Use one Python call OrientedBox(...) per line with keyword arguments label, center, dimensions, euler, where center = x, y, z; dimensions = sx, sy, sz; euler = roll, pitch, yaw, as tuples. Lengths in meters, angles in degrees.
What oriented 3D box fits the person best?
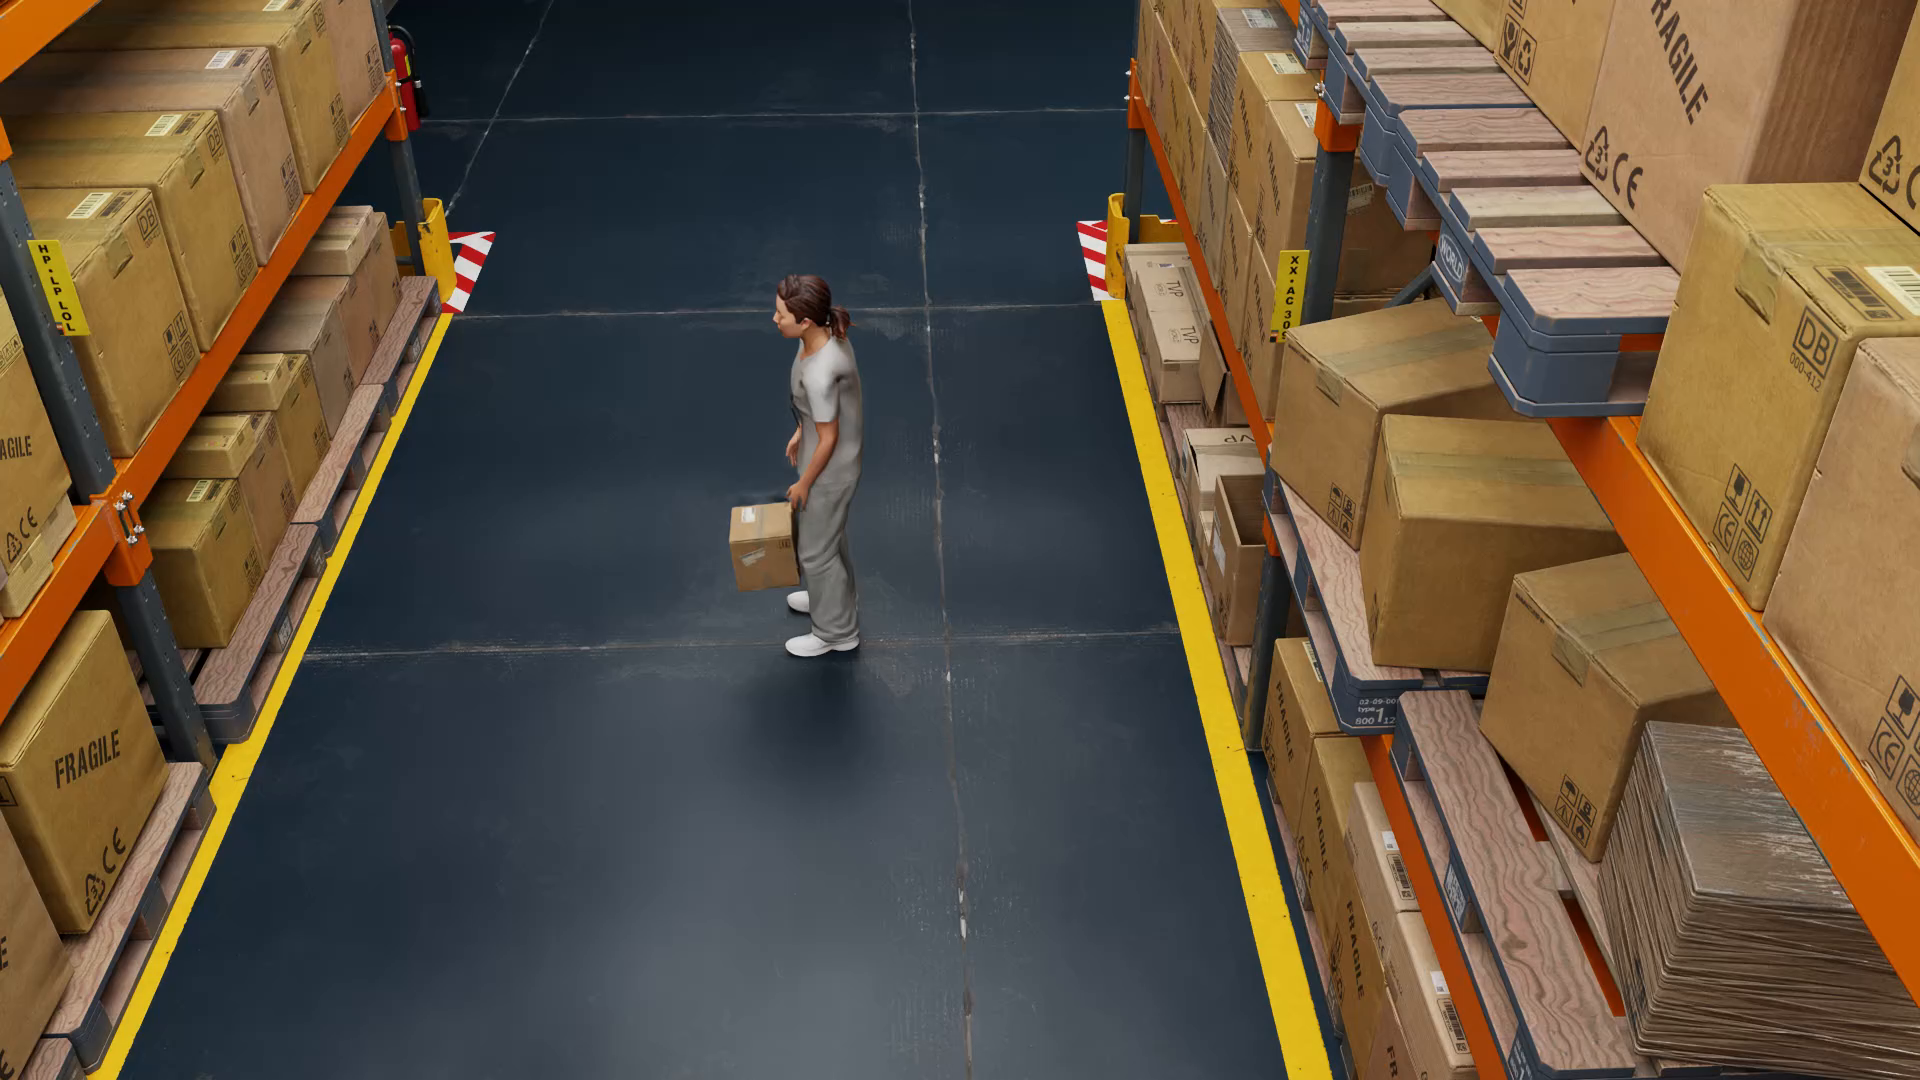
OrientedBox(label="person", center=(-0.554, -0.292, 6.556), dimensions=(0.363, 1.675, 0.476), euler=(-2, 35, -3))
